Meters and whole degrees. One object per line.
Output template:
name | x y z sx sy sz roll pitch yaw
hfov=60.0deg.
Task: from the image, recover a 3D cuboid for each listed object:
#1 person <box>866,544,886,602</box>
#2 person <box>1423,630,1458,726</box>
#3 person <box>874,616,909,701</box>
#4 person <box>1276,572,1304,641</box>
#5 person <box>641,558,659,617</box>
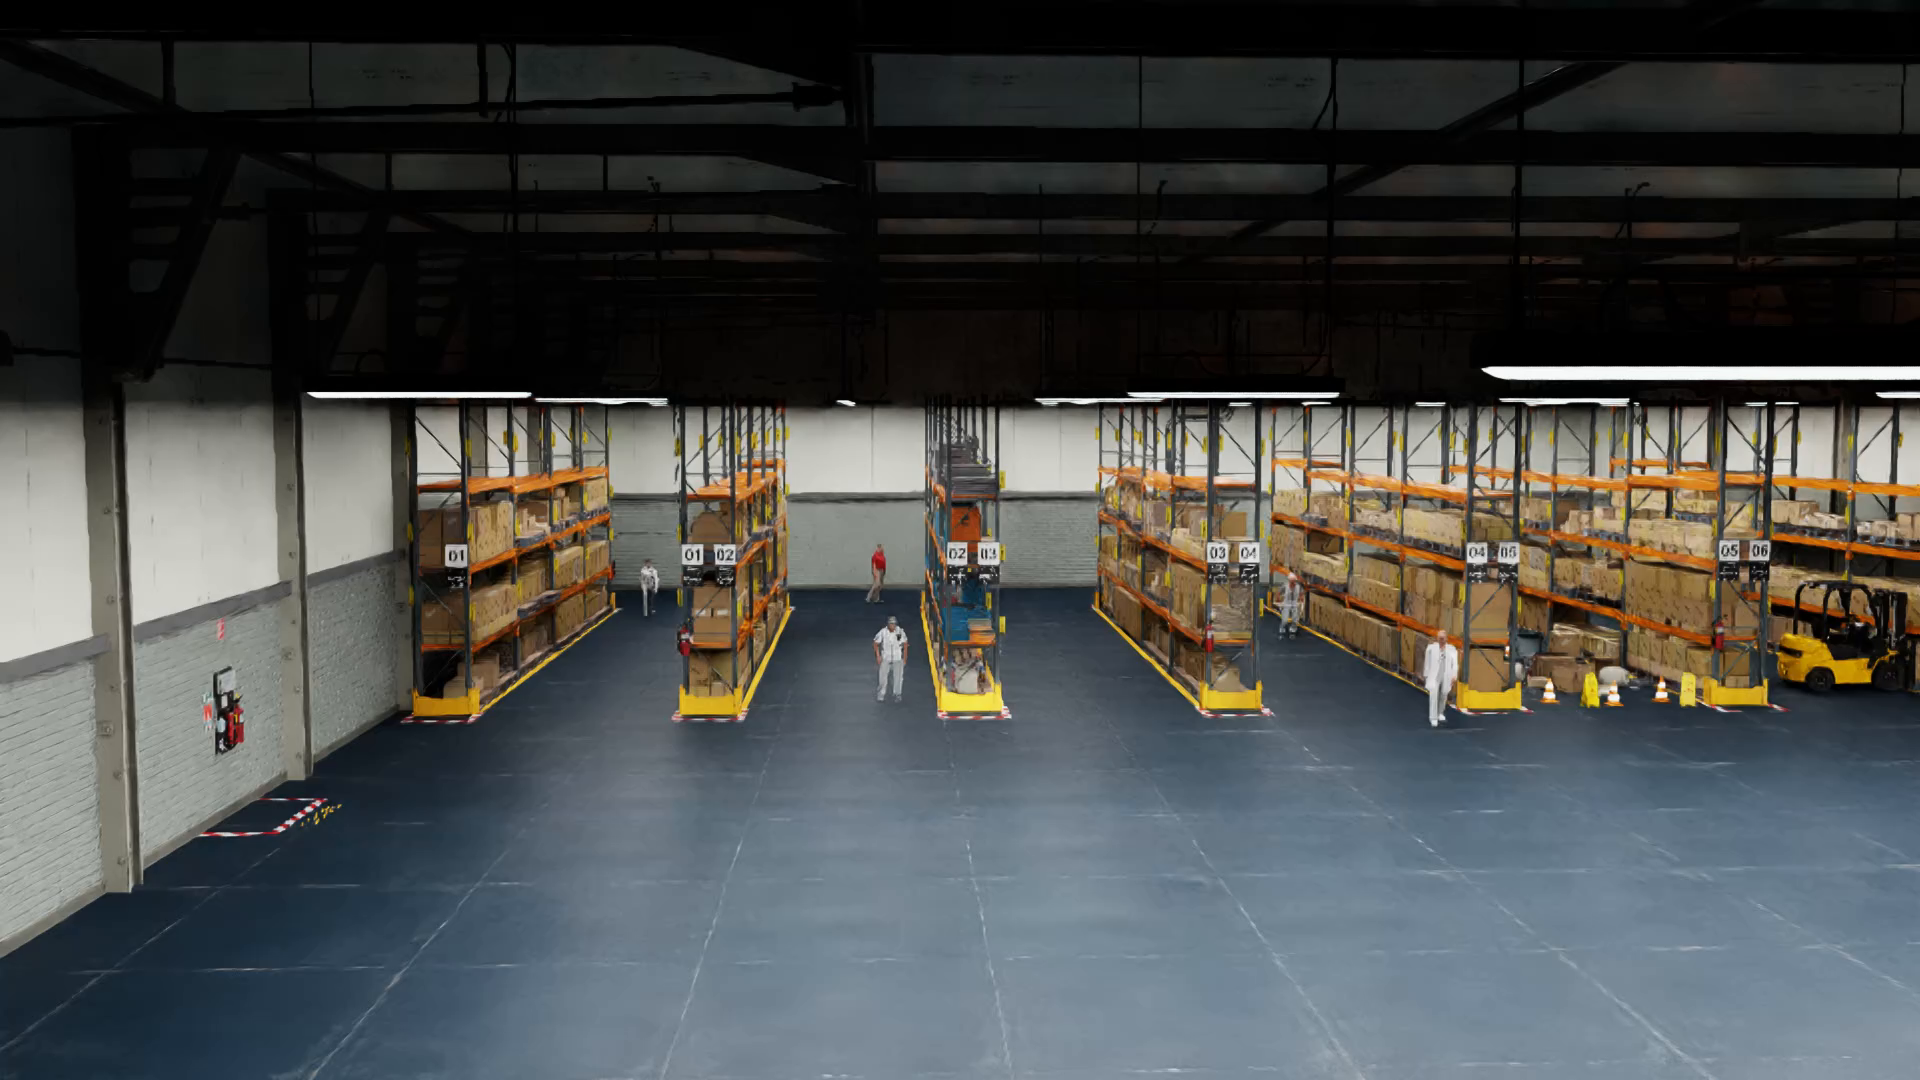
person | -2.468 0.982 49.021 0.499 1.718 0.712 3 5 29
person | 8.687 2.478 30.024 0.573 1.716 1.102 0 5 6
person | -1.347 2.307 32.538 0.682 1.704 0.528 0 5 -4
person | 8.115 1.635 40.854 0.677 1.742 0.551 0 5 -4
person | -8.568 1.282 45.873 0.480 1.621 0.997 0 5 -4
